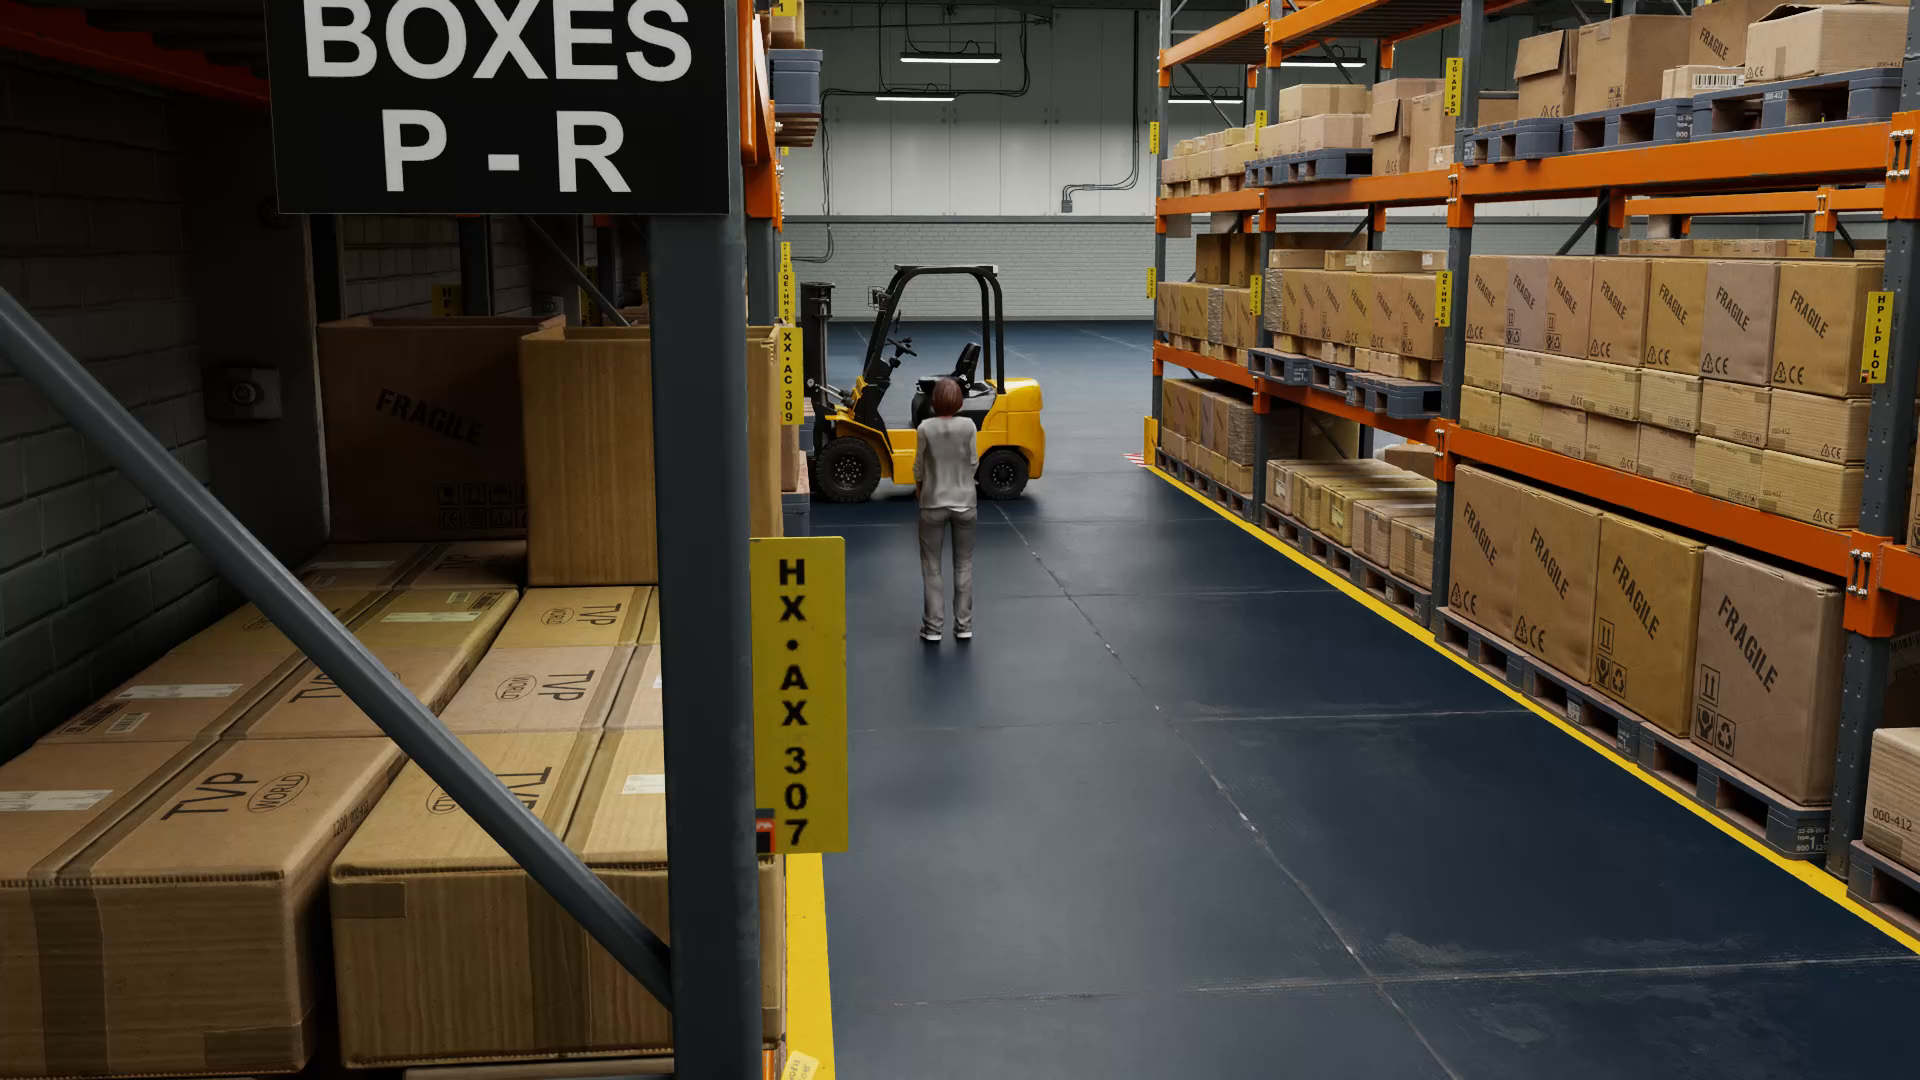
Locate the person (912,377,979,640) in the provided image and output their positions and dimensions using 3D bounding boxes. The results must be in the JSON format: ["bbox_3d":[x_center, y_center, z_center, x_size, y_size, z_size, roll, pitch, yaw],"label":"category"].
[{"bbox_3d":[-0.086,-0.195,10.046,0.404,1.588,0.490,-2,10,-9],"label":"person"}]
